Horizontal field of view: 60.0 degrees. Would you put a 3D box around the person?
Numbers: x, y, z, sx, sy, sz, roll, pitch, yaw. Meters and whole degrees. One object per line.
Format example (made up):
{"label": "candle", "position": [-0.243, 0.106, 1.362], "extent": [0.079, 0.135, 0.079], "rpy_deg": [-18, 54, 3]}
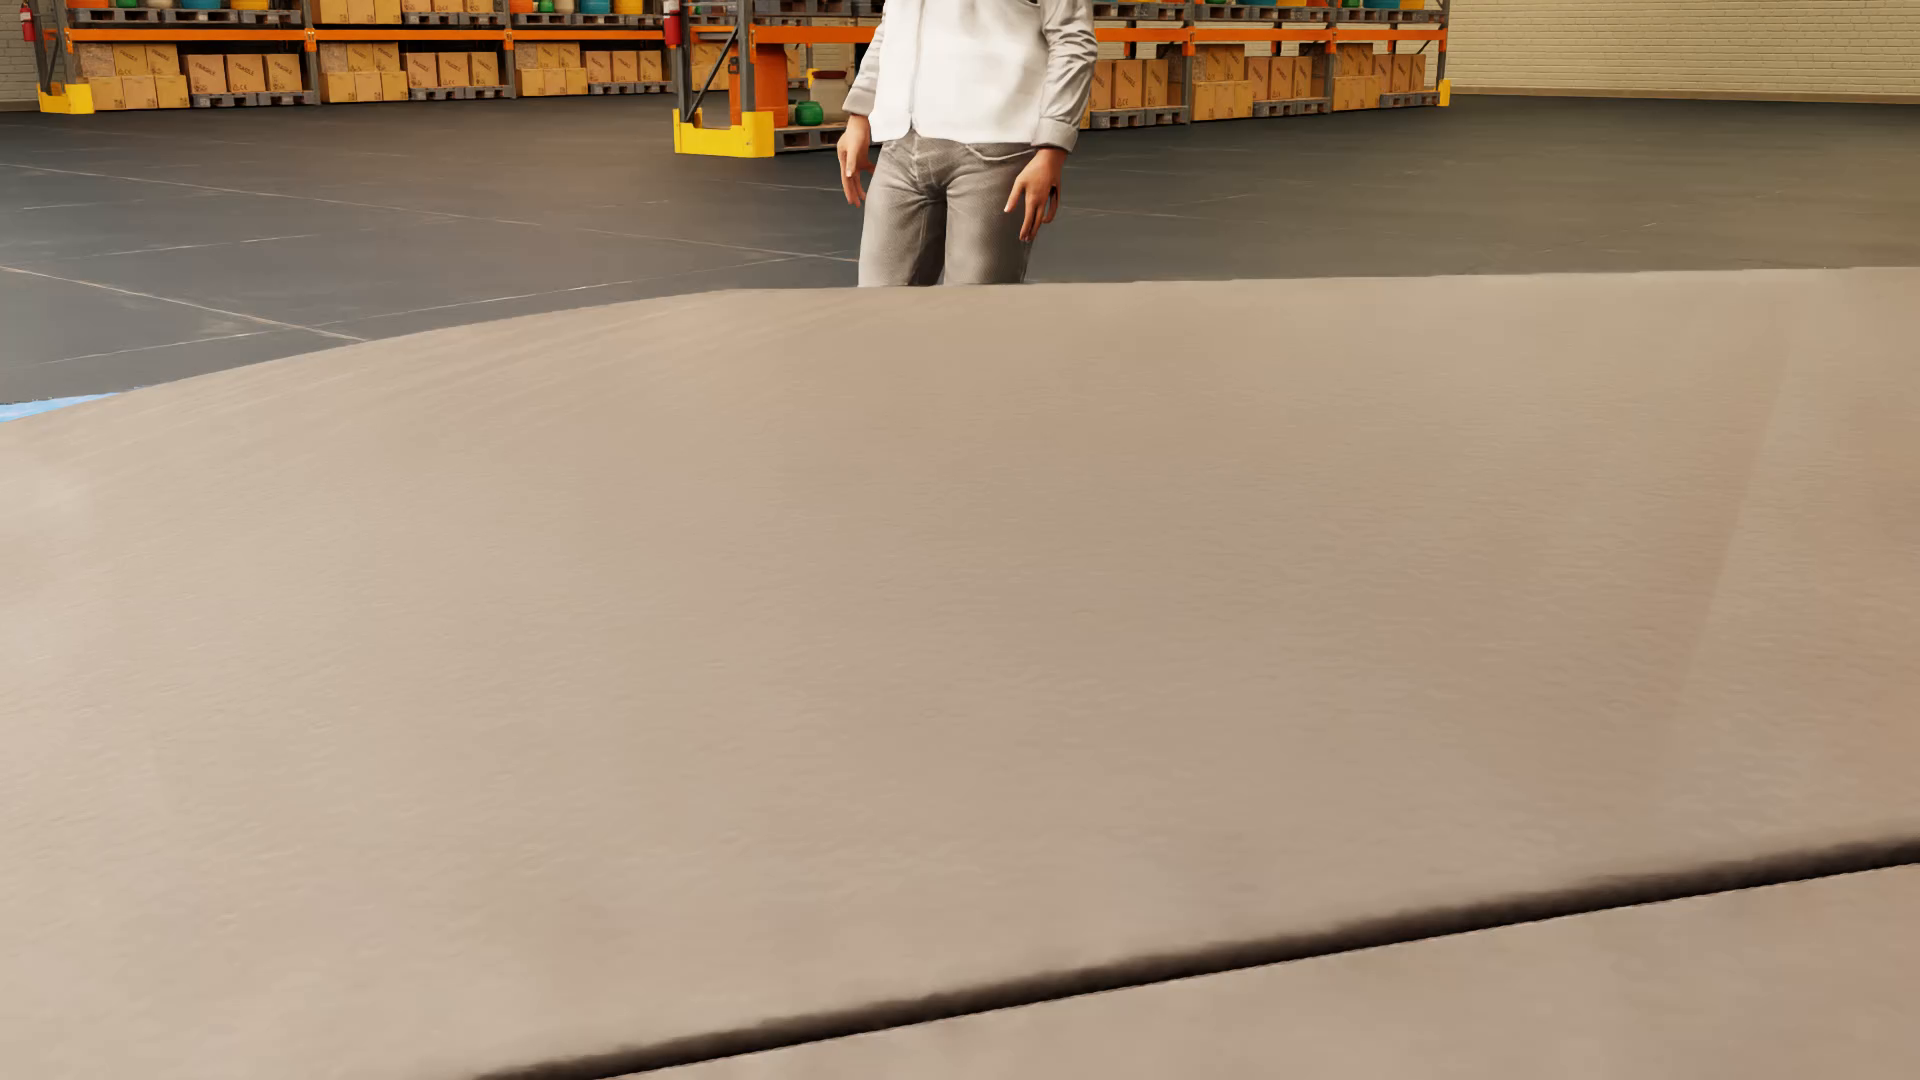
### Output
{"label": "person", "position": [-0.046, -0.844, 3.641], "extent": [0.632, 1.773, 0.568], "rpy_deg": [13, 21, 37]}
